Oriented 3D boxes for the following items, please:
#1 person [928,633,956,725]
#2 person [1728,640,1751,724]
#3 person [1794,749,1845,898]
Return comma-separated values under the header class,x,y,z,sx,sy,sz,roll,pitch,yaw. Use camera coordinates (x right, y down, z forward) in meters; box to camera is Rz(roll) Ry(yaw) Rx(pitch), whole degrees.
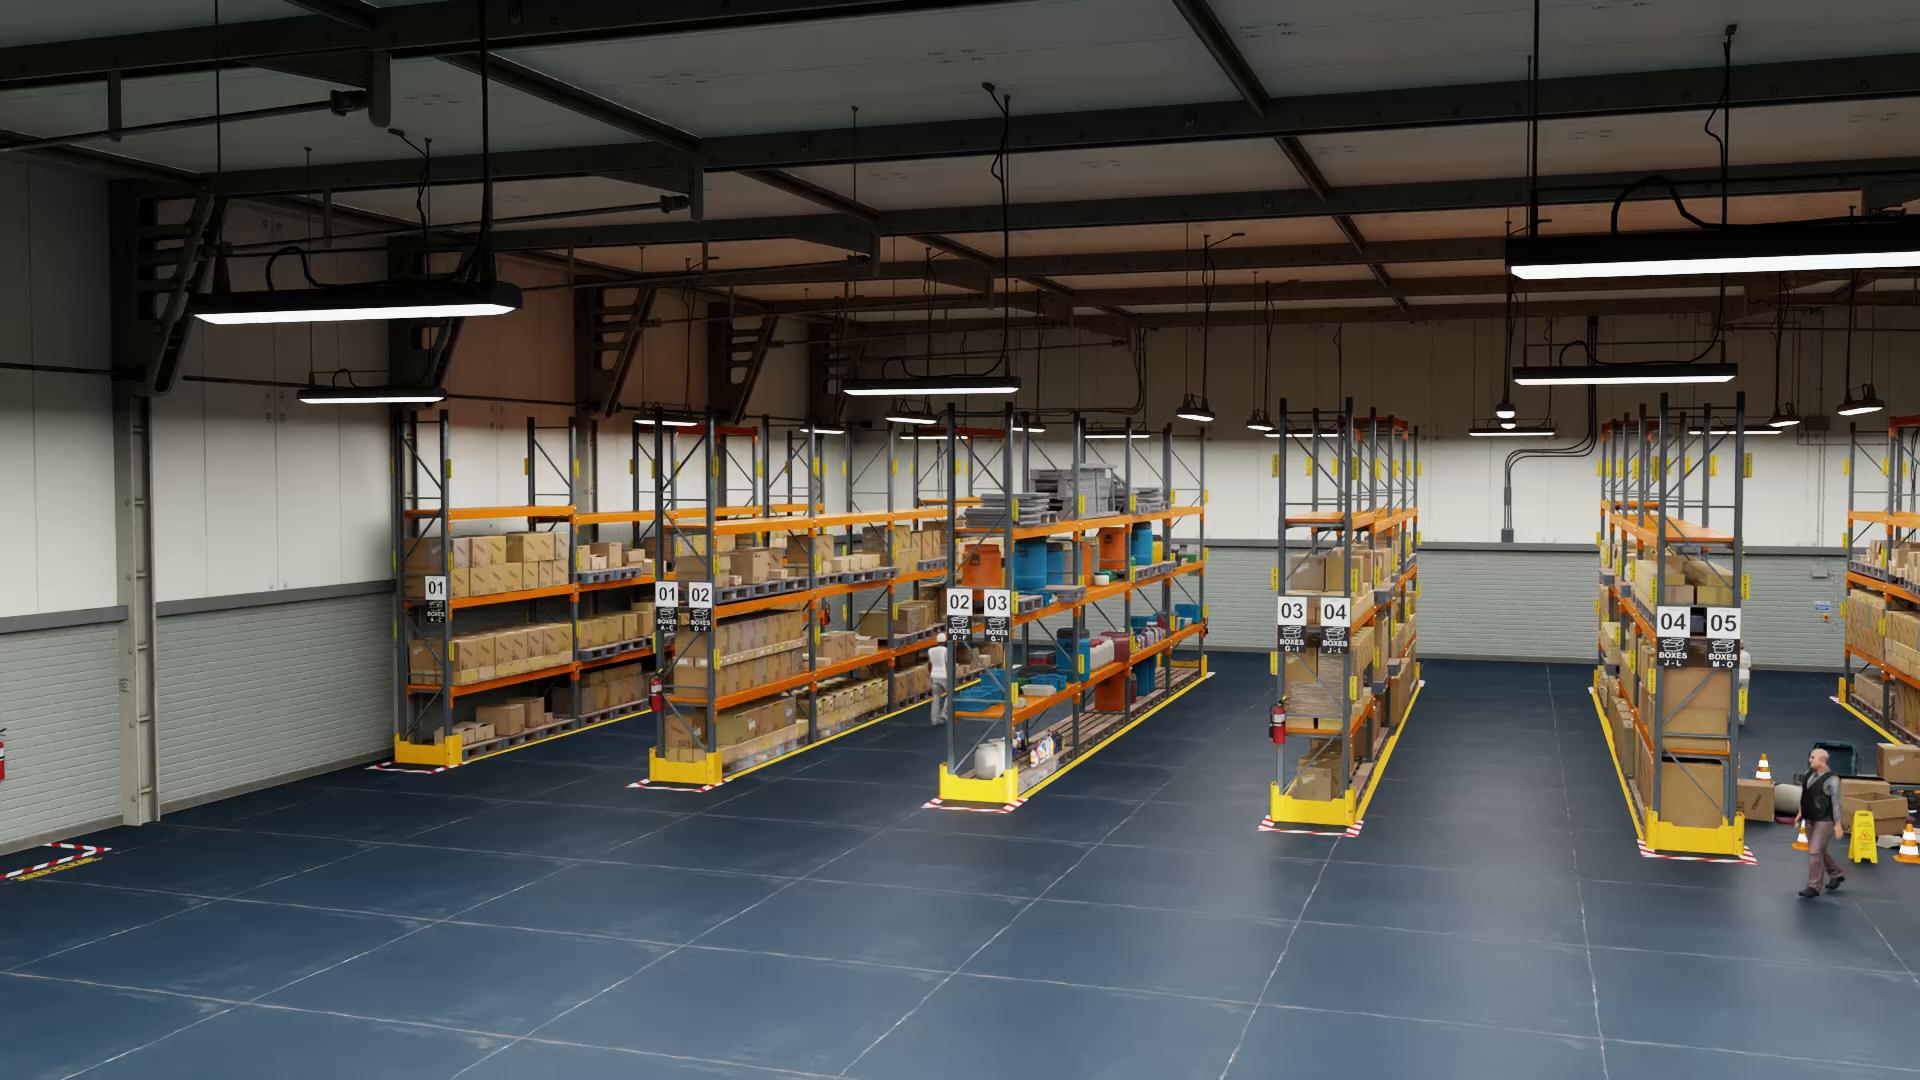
class,x,y,z,sx,sy,sz,roll,pitch,yaw
person,-0.370,2.703,32.541,0.598,1.766,0.497,2,3,34
person,15.251,2.808,32.583,0.500,1.711,0.606,1,3,14
person,10.139,3.303,19.559,0.795,1.709,0.532,0,2,-8
